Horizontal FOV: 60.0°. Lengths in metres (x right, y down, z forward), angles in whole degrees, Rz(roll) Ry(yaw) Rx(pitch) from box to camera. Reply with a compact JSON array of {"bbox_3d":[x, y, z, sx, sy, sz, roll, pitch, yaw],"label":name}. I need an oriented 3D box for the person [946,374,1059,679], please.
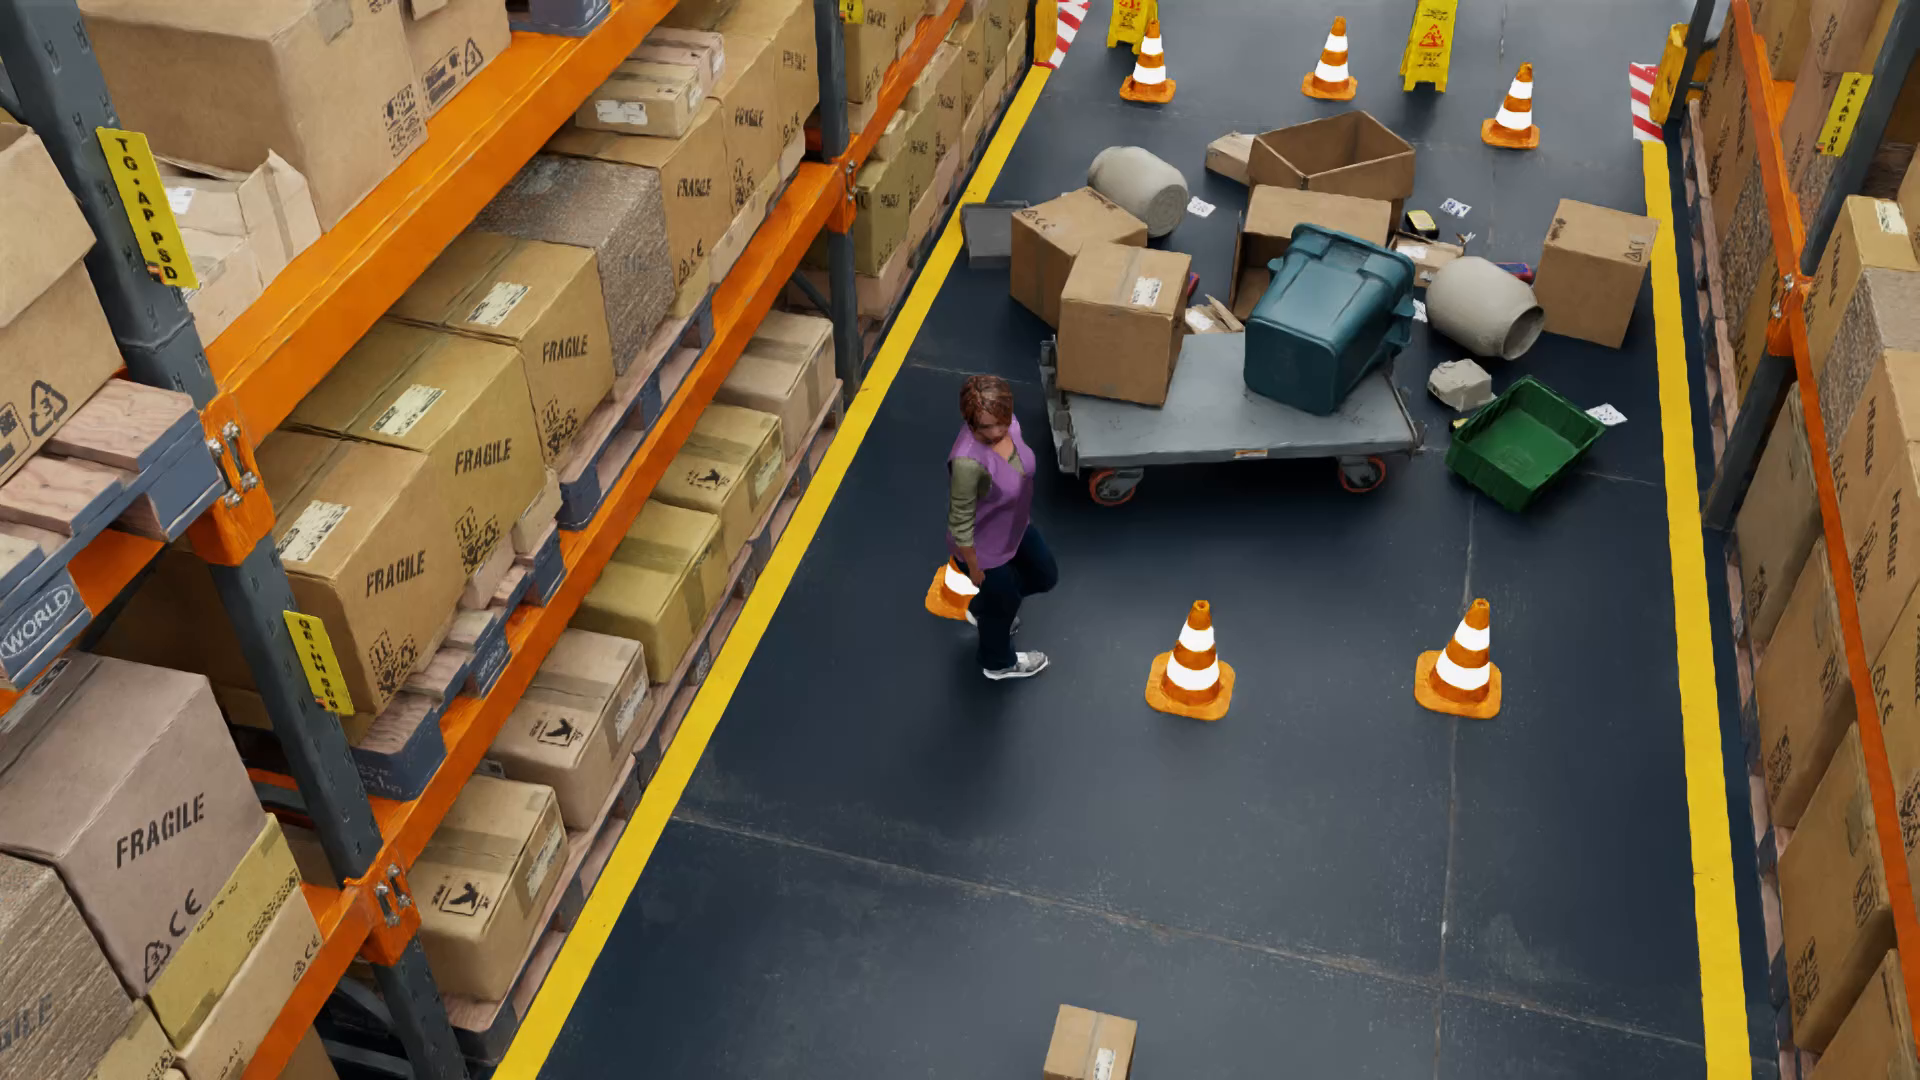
[{"bbox_3d":[0.159,-0.025,6.203,0.386,1.580,0.567,13,43,14],"label":"person"}]
